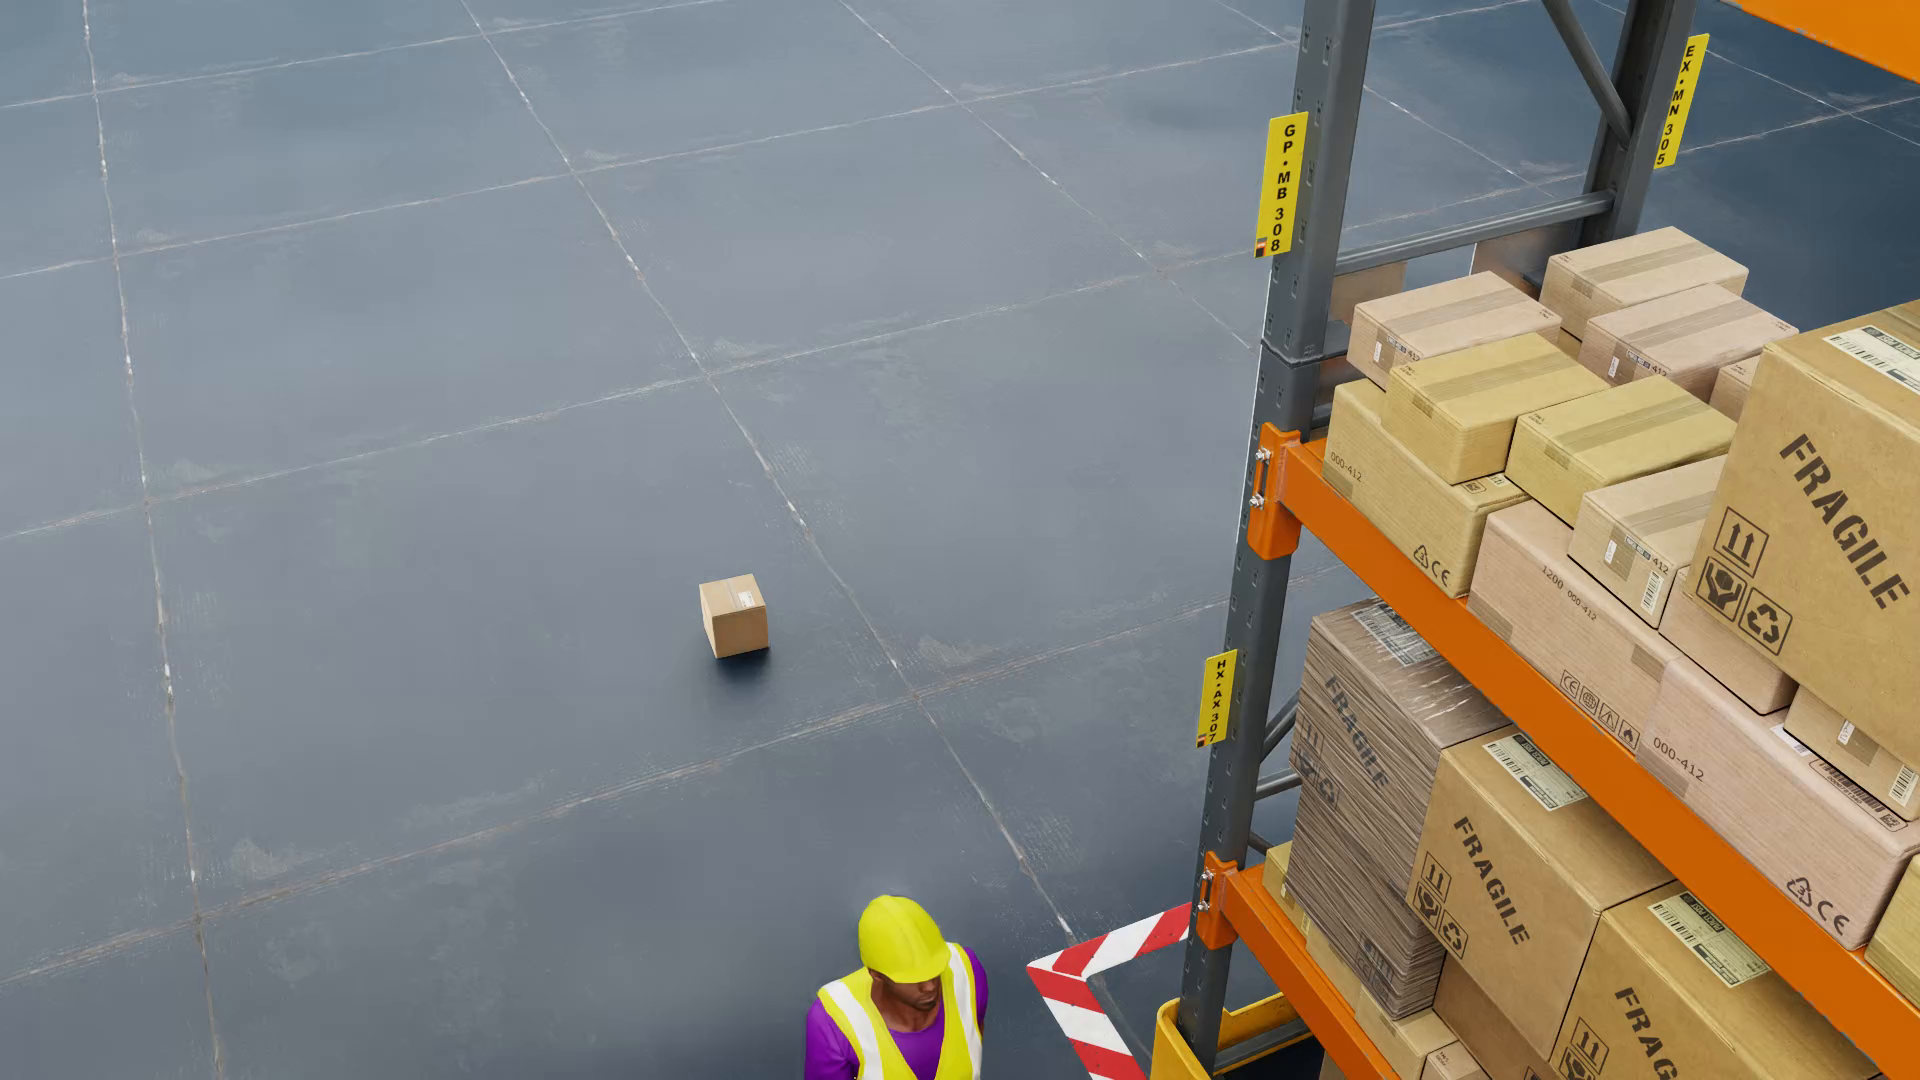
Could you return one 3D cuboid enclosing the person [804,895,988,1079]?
[{"bbox_3d":[-0.150,1.646,4.654,0.552,1.727,1.039,-11,38,-14],"label":"person"}]
